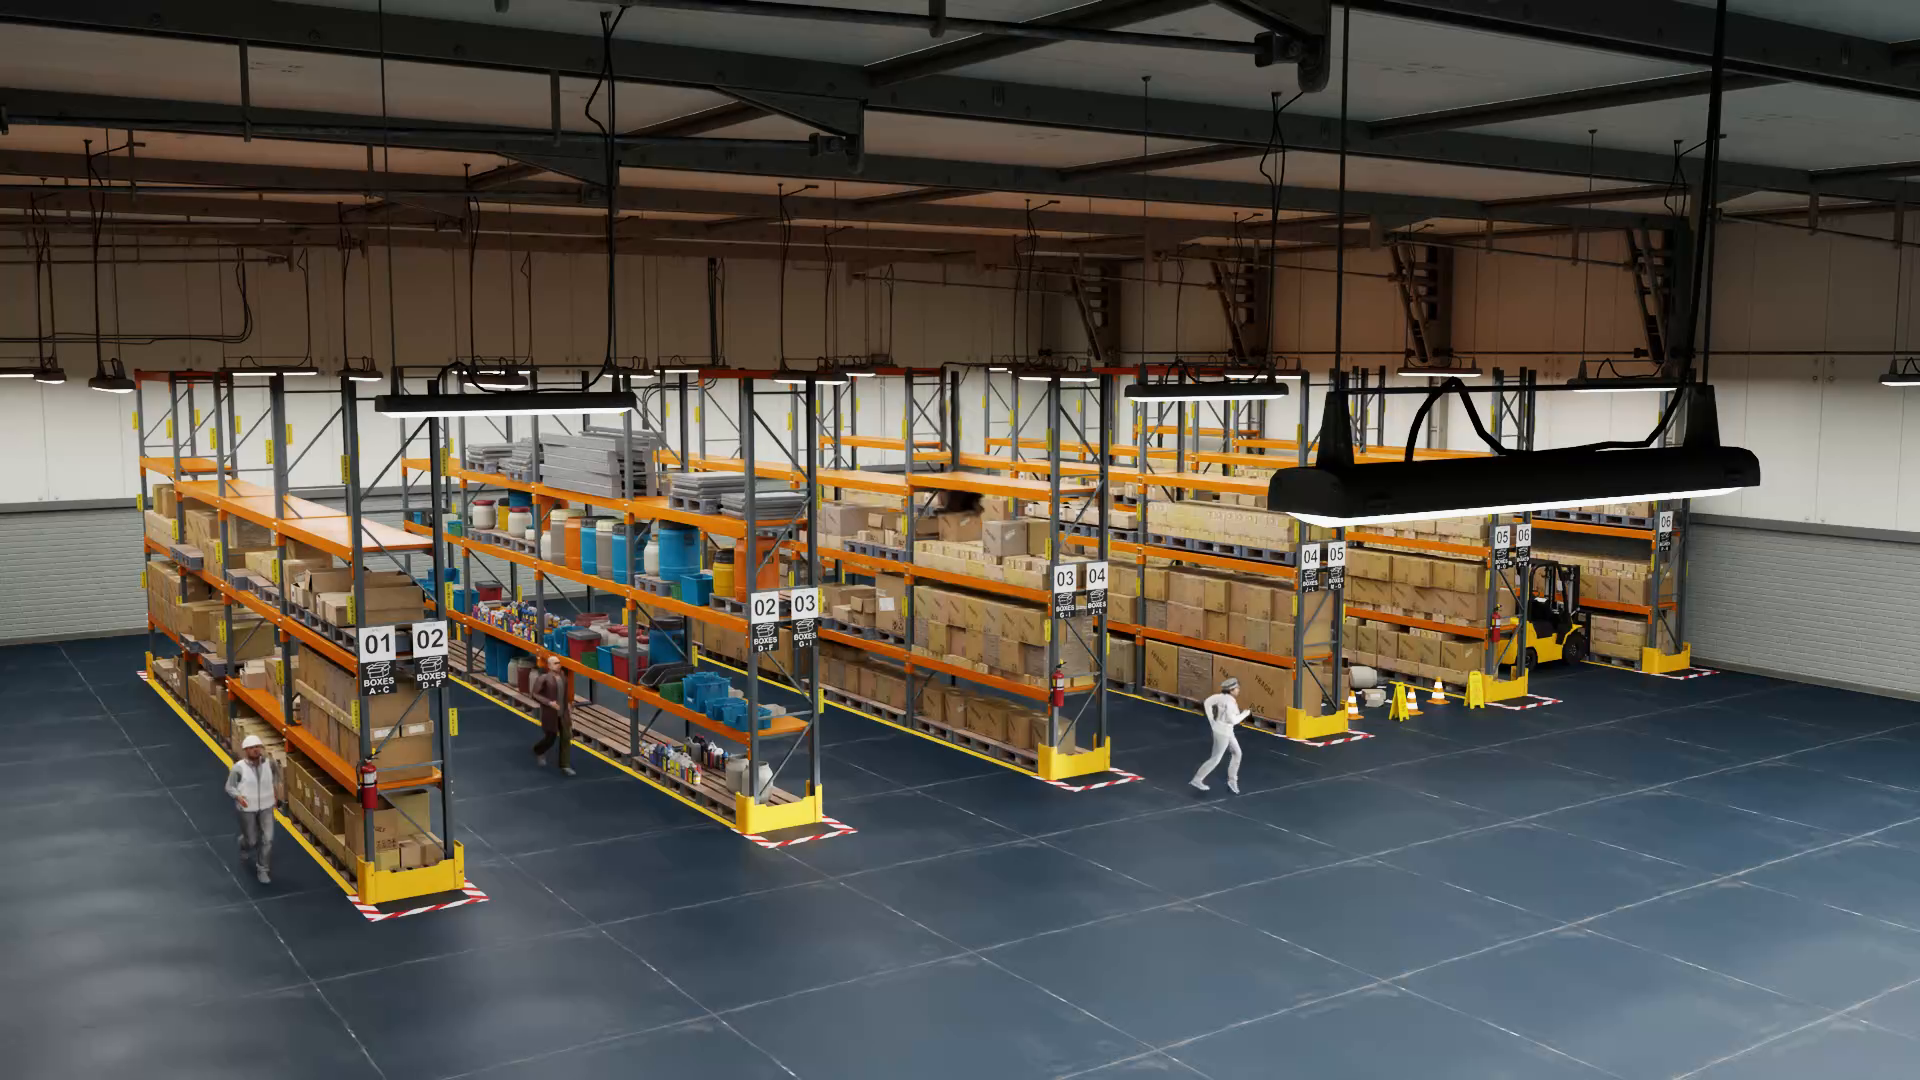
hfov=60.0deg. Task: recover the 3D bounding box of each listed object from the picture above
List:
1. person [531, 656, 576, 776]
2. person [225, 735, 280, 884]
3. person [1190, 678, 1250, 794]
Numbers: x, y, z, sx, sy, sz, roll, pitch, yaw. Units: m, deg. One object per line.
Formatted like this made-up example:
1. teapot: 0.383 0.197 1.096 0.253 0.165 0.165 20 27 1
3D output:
1. person: -6.143 2.628 25.086 0.954 1.776 0.712 6 9 43
2. person: -8.523 3.220 20.102 0.671 1.770 0.799 -5 8 -38
3. person: 3.740 2.831 23.798 0.803 1.747 0.593 0 6 2
